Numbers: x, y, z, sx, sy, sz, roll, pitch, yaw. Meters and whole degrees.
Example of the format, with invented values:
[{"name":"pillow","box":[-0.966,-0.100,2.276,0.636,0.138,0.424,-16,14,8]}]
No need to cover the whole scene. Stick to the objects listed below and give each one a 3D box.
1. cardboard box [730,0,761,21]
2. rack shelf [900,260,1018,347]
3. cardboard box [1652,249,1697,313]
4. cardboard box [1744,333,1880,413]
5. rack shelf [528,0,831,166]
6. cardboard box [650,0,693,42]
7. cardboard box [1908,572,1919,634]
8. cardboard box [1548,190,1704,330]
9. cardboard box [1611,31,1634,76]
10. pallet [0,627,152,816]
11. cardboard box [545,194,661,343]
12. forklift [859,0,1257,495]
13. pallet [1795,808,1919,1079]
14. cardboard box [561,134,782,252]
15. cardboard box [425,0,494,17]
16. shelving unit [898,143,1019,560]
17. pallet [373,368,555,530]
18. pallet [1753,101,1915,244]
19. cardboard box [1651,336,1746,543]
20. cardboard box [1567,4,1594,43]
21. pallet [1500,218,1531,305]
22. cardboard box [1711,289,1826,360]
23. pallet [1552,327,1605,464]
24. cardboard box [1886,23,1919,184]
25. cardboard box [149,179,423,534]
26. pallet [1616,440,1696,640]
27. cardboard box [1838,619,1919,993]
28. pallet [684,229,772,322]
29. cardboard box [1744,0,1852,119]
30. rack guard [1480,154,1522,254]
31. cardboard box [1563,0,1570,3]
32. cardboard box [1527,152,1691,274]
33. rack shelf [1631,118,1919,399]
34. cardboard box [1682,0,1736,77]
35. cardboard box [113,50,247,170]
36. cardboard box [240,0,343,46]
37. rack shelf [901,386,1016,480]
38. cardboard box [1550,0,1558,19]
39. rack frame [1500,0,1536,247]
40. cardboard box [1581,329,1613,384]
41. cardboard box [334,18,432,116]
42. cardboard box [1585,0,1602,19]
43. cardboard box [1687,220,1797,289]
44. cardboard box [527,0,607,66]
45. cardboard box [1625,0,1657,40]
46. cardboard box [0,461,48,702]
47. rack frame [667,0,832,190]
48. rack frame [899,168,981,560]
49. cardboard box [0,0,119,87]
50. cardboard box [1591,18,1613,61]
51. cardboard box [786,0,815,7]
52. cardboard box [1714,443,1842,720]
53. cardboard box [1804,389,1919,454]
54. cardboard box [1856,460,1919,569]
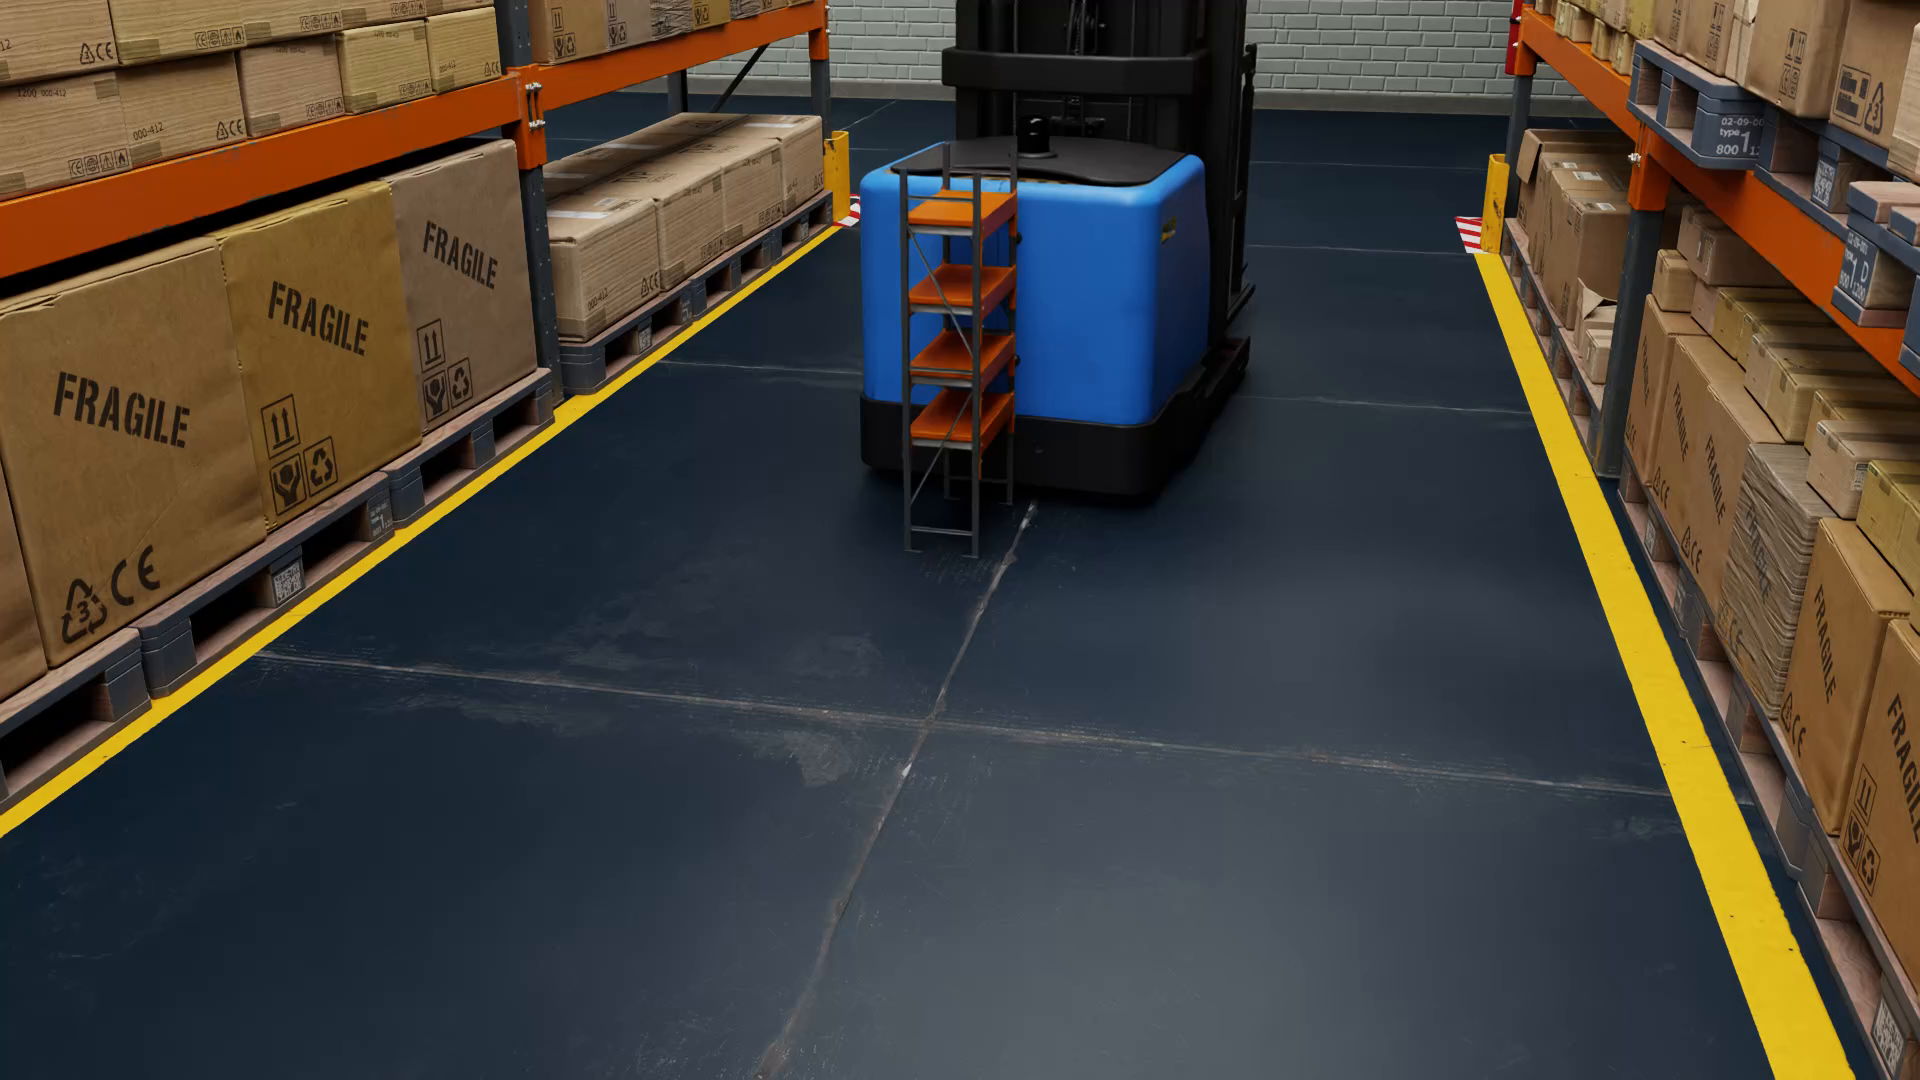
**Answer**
[{"name":"cardboard box","box":[-1.340,-2.908,8.425,0.500,0.500,0.500,5,22,12]},{"name":"rack shelf","box":[0.003,-0.742,5.170,0.258,0.148,0.480,5,23,13]},{"name":"cardboard box","box":[2.422,-0.815,5.278,0.380,0.149,0.250,6,23,13]},{"name":"cardboard box","box":[2.270,-0.423,4.305,0.380,0.149,0.250,4,22,11]},{"name":"rack shelf","box":[-1.696,-2.364,8.172,1.077,0.370,4.000,4,22,11]},{"name":"cardboard box","box":[-1.538,-2.530,7.486,0.500,0.500,0.500,5,22,11]},{"name":"cardboard box","box":[1.915,0.142,2.902,0.380,0.149,0.250,4,22,9]},{"name":"cardboard box","box":[2.930,-1.182,7.057,0.700,0.500,0.500,4,22,9]},{"name":"cardboard box","box":[2.635,-1.803,6.151,0.380,0.149,0.250,5,22,12]},{"name":"pallet","box":[-2.686,0.507,3.812,1.003,0.211,1.213,4,22,11]},{"name":"cardboard box","box":[-1.871,-1.194,7.172,0.875,0.438,0.875,4,22,10]},{"name":"forklift","box":[0.603,-2.029,6.469,1.130,2.935,3.031,7,23,17]},{"name":"pallet","box":[2.129,0.897,2.845,1.003,0.211,1.213,4,22,11]},{"name":"cardboard box","box":[-1.503,-1.852,8.803,0.875,0.438,0.875,5,22,12]},{"name":"cardboard box","box":[-1.956,-1.949,5.710,0.500,0.250,0.500,4,22,11]},{"name":"shelving unit","box":[0.003,-0.596,5.228,0.258,1.200,0.503,5,23,13]},{"name":"pallet","box":[-2.188,-0.385,6.028,1.003,0.211,1.213,4,22,11]},{"name":"pallet","box":[2.332,-0.749,3.456,1.003,0.211,1.213,4,22,11]},{"name":"cardboard box","box":[2.338,-0.270,4.792,0.500,0.500,0.500,4,22,10]},{"name":"cardboard box","box":[2.891,-2.272,7.315,0.380,0.149,0.250,5,22,12]},{"name":"pallet","box":[3.395,-1.440,8.646,1.003,0.211,1.213,4,22,11]},{"name":"cardboard box","box":[2.400,-0.613,4.776,0.380,0.149,0.250,3,22,8]},{"name":"pallet","box":[2.897,-0.547,6.430,1.003,0.211,1.213,4,22,11]},{"name":"cardboard box","box":[1.838,-0.663,2.622,0.500,0.250,0.500,3,22,8]},{"name":"cardboard box","box":[-2.329,-0.612,5.140,0.875,0.875,0.875,5,22,12]},{"name":"pallet","box":[2.627,0.004,5.061,1.003,0.211,1.213,4,22,11]},{"name":"cardboard box","box":[1.928,0.485,2.919,0.500,0.500,0.500,4,22,10]},{"name":"pallet","box":[-1.626,-1.393,8.530,1.003,0.211,1.213,4,22,11]},{"name":"cardboard box","box":[2.172,-1.195,3.609,0.700,0.500,0.500,4,22,11]},{"name":"rack guard","box":[3.556,-1.865,9.316,1.175,0.500,0.348,4,22,11]},{"name":"cardboard box","box":[3.013,-2.606,7.611,0.500,0.250,0.500,4,22,10]},{"name":"cardboard box","box":[3.142,-1.562,8.000,0.700,0.500,0.500,5,23,13]},{"name":"rack shelf","box":[2.348,-0.525,3.604,1.077,0.370,4.000,4,22,11]},{"name":"cardboard box","box":[2.332,-1.482,4.321,0.700,0.500,0.500,5,22,12]},{"name":"cardboard box","box":[-2.277,-1.155,4.408,0.500,0.250,0.500,4,22,11]},{"name":"cardboard box","box":[-2.151,-1.576,4.783,0.500,0.250,0.500,5,22,12]},{"name":"rack shelf","box":[0.003,-0.350,5.328,0.258,0.148,0.480,5,23,13]},{"name":"cardboard box","box":[3.230,-2.740,8.479,0.380,0.149,0.250,5,22,12]},{"name":"rack frame","box":[3.572,-3.053,8.918,1.000,3.000,0.127,4,22,11]},{"name":"cardboard box","box":[2.582,-0.688,6.301,0.380,0.149,0.250,4,22,9]},{"name":"cardboard box","box":[-2.054,-1.528,5.332,0.500,0.250,0.500,4,22,10]},{"name":"cardboard box","box":[2.823,-2.229,6.675,0.500,0.250,0.500,4,22,11]},{"name":"cardboard box","box":[2.416,-0.854,4.977,0.380,0.149,0.250,3,22,8]},{"name":"cardboard box","box":[-1.752,-2.165,6.580,0.500,0.500,0.500,5,23,13]},{"name":"cardboard box","box":[2.621,-1.863,5.767,0.500,0.250,0.500,5,22,12]},{"name":"cardboard box","box":[-2.698,0.041,3.519,0.875,0.875,0.875,4,22,10]},{"name":"rack frame","box":[-1.288,-3.430,9.854,1.000,3.000,0.127,4,22,11]},{"name":"rack frame","box":[-0.057,-0.508,5.009,0.240,1.200,0.015,5,23,13]},{"name":"cardboard box","box":[-2.355,-1.203,3.857,0.500,0.250,0.500,4,22,11]},{"name":"cardboard box","box":[2.739,-1.992,6.621,0.380,0.149,0.250,4,22,10]},{"name":"cardboard box","box":[-1.127,-3.279,9.347,0.500,0.500,0.500,5,22,11]},{"name":"cardboard box","box":[2.120,0.102,3.870,0.500,0.500,0.500,4,22,9]},{"name":"cardboard box","box":[2.190,-0.232,3.829,0.380,0.149,0.250,5,22,11]},{"name":"cardboard box","box":[2.063,-0.042,3.359,0.380,0.149,0.250,4,22,10]}]
